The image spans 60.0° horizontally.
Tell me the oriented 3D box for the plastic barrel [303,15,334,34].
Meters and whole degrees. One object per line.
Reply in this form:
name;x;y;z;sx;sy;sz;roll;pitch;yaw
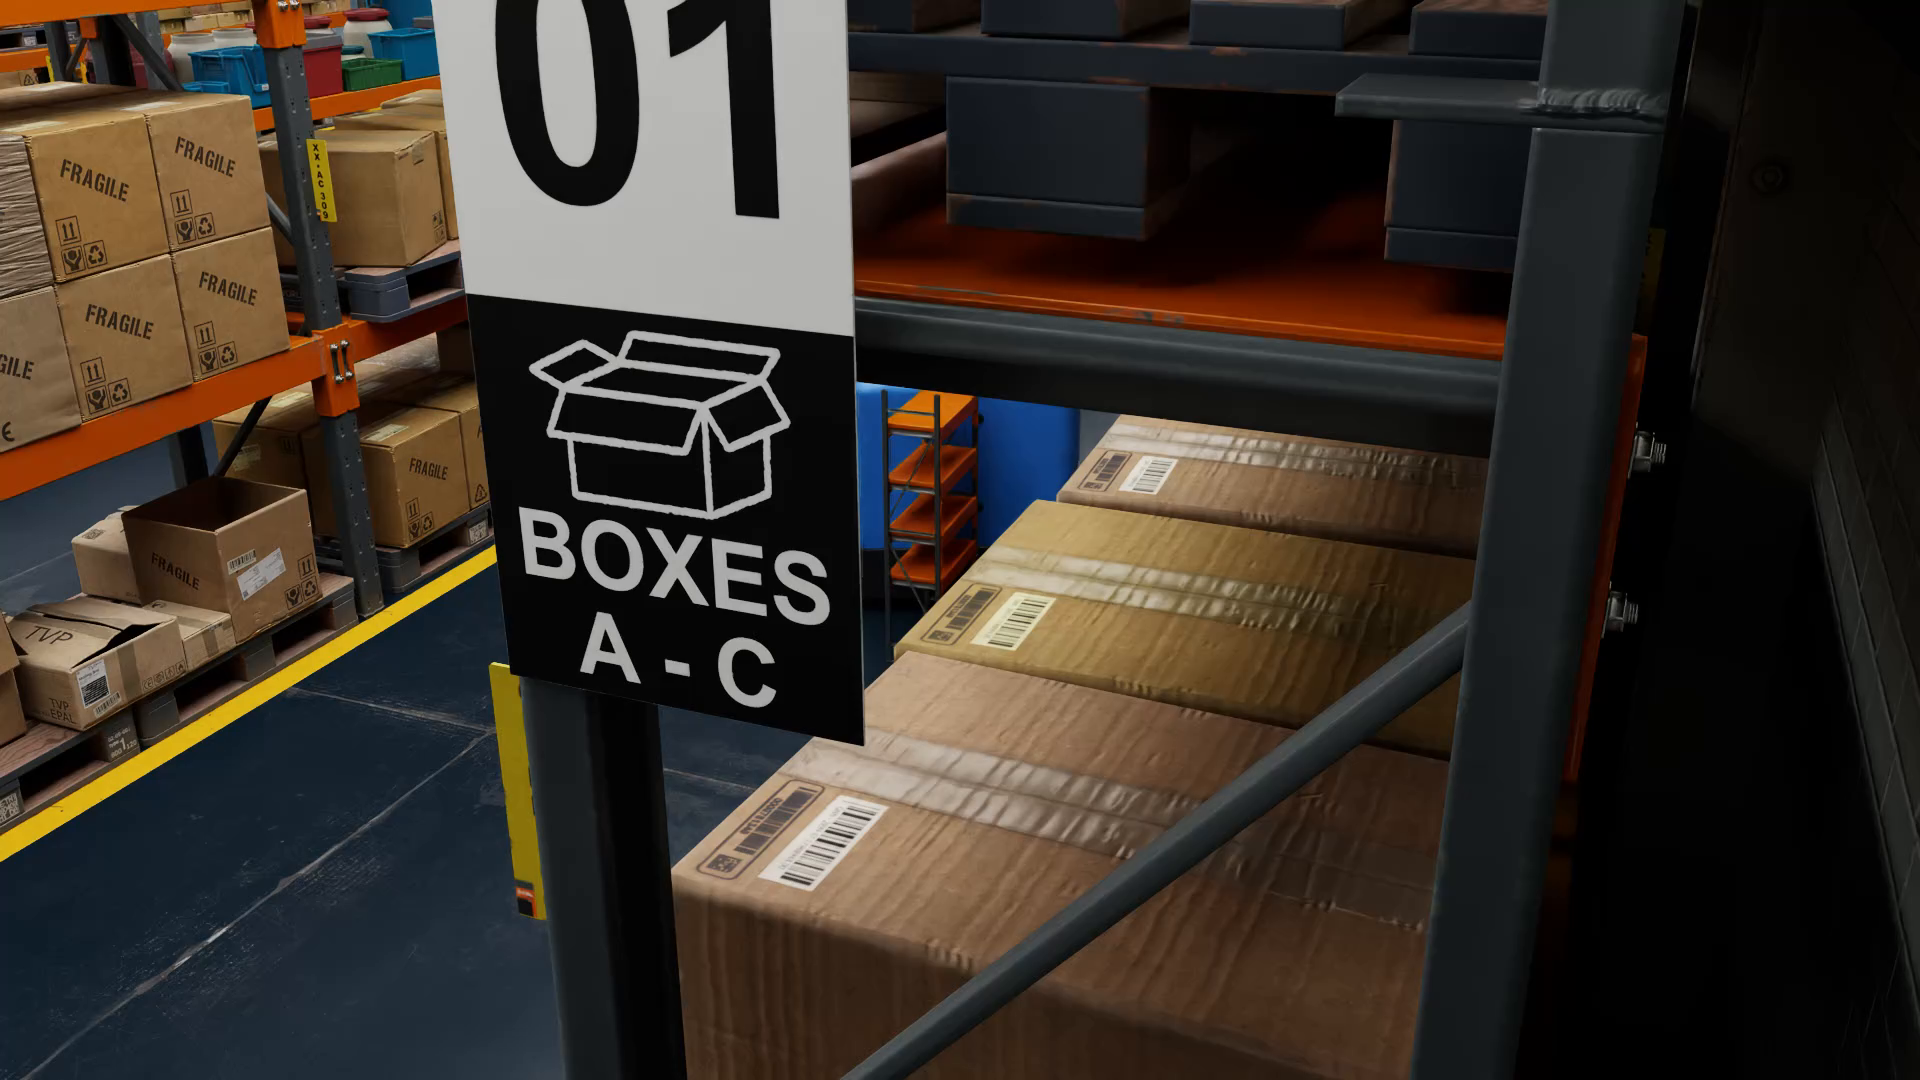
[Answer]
plastic barrel;-5.538;-4.185;14.201;0.433;0.535;0.433;0;23;0

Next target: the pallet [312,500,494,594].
pallet;-2.814;-0.132;8.293;1.003;0.211;1.213;9;24;20

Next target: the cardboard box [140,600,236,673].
cardboard box;-3.113;0.377;6.583;0.380;0.149;0.250;9;24;20

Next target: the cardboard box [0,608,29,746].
cardboard box;-3.774;0.500;5.830;0.797;0.503;0.637;9;24;20

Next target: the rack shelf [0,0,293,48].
rack shelf;-3.824;-1.459;4.892;1.077;0.370;4.000;9;24;20

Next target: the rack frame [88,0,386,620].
rack frame;-3.081;-1.122;7.045;1.000;3.000;0.127;9;24;20

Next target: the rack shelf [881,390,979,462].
rack shelf;-0.117;-0.478;6.819;0.258;0.148;0.480;7;24;17

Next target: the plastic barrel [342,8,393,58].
plastic barrel;-5.266;-4.447;14.829;0.433;0.535;0.433;0;23;0

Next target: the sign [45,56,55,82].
sign;-6.706;-3.416;12.324;0.100;0.325;0.005;9;24;20

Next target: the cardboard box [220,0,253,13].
cardboard box;-8.546;-6.281;18.879;0.875;0.500;0.500;9;24;20

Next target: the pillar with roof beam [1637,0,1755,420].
pillar with roof beam;0.294;-5.572;9.914;9.100;9.000;0.400;9;24;20

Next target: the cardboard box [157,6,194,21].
cardboard box;-8.863;-5.914;18.002;0.875;0.500;0.500;9;24;20

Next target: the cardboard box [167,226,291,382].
cardboard box;-3.028;-0.953;6.510;0.500;0.500;0.500;9;24;21

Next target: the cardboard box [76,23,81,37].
cardboard box;-9.499;-5.408;17.631;0.380;0.149;0.250;9;24;20

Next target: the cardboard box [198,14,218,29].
cardboard box;-8.505;-5.774;18.507;0.380;0.149;0.250;9;24;20

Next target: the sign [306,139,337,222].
sign;-2.574;-1.447;6.699;0.100;0.325;0.005;9;24;20

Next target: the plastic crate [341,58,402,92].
plastic crate;-5.092;-3.934;14.052;0.450;0.188;0.662;9;24;20

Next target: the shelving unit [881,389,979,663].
shelving unit;-0.117;-0.116;6.970;0.258;1.200;0.503;7;24;17

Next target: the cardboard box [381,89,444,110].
cardboard box;-2.482;-2.003;8.480;0.700;0.500;0.500;3;23;7

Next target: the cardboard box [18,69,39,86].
cardboard box;-12.578;-6.544;22.236;0.875;0.875;0.875;9;24;20

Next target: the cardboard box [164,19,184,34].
cardboard box;-8.690;-5.595;18.078;0.380;0.149;0.250;9;24;20

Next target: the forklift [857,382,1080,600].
forklift;-0.082;-1.613;8.308;1.130;2.935;3.031;-2;23;-4

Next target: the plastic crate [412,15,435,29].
plastic crate;-4.603;-4.508;15.068;0.402;0.464;0.583;9;24;20

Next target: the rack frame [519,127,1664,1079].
rack frame;0.034;1.017;1.924;1.000;3.000;0.127;9;24;20

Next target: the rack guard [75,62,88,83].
rack guard;-12.378;-6.438;23.014;1.175;0.500;0.348;9;24;20

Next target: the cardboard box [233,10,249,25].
cardboard box;-8.351;-5.957;18.947;0.380;0.149;0.250;9;24;20

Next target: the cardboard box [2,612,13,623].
cardboard box;-3.750;0.412;6.477;0.380;0.166;0.250;9;24;20

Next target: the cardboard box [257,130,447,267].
cardboard box;-2.697;-1.500;7.274;0.700;0.500;0.500;1;23;2

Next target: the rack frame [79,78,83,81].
rack frame;-12.387;-7.583;22.511;1.000;3.000;0.127;9;24;20

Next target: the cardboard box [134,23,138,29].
cardboard box;-8.841;-5.410;17.637;0.380;0.149;0.250;9;24;20

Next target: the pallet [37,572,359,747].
pallet;-3.337;0.410;6.995;1.003;0.211;1.213;9;24;20

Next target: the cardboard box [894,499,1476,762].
cardboard box;0.474;0.433;2.934;0.980;0.700;0.700;9;24;20

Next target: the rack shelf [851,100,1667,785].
rack shelf;0.777;-0.751;3.198;1.077;0.370;4.000;9;24;20

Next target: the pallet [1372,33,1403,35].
pallet;0.751;-1.031;3.051;1.003;0.211;1.213;9;24;20

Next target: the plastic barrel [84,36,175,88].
plastic barrel;-6.302;-3.537;12.648;0.600;0.536;0.708;9;24;20

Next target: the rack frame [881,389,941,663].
rack frame;-0.194;-0.027;6.757;0.240;1.200;0.015;7;24;17

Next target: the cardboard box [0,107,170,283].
cardboard box;-3.216;-1.228;5.872;0.500;0.500;0.500;8;24;19

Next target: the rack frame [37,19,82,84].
rack frame;-9.306;-5.405;17.298;1.000;3.000;0.127;9;24;20

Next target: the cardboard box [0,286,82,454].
cardboard box;-3.407;-0.584;5.627;0.500;0.500;0.500;9;24;21

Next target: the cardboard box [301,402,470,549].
cardboard box;-2.675;-0.310;7.773;0.500;0.500;0.500;8;24;18

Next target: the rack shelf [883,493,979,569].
rack shelf;-0.117;-0.054;6.996;0.258;0.148;0.480;7;24;17

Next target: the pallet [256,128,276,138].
pallet;-8.637;-4.802;19.472;1.003;0.211;1.213;9;24;20

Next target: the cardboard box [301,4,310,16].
cardboard box;-7.980;-6.315;19.803;0.380;0.149;0.250;9;24;20

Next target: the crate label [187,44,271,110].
crate label;-5.573;-3.597;12.925;0.502;0.435;0.616;9;24;20

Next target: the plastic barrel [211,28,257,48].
plastic barrel;-5.853;-3.865;13.467;0.421;0.512;0.421;0;23;0

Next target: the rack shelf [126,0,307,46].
rack shelf;-2.338;-2.890;8.319;1.077;0.370;4.000;9;24;20

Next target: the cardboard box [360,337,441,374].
cardboard box;-2.786;-0.745;8.813;0.500;0.500;0.500;9;24;21

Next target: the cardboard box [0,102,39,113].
cardboard box;-3.708;-1.317;6.084;0.500;0.500;0.500;8;24;18

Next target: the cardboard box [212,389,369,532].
cardboard box;-3.164;-0.390;7.963;0.500;0.500;0.500;9;24;20

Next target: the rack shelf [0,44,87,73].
rack shelf;-10.048;-4.357;15.723;1.077;0.370;4.000;9;24;20

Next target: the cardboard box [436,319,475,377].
cardboard box;-2.304;-1.014;8.485;0.500;0.250;0.500;9;24;20

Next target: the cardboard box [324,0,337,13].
cardboard box;-7.827;-6.499;20.244;0.380;0.149;0.250;9;24;20
